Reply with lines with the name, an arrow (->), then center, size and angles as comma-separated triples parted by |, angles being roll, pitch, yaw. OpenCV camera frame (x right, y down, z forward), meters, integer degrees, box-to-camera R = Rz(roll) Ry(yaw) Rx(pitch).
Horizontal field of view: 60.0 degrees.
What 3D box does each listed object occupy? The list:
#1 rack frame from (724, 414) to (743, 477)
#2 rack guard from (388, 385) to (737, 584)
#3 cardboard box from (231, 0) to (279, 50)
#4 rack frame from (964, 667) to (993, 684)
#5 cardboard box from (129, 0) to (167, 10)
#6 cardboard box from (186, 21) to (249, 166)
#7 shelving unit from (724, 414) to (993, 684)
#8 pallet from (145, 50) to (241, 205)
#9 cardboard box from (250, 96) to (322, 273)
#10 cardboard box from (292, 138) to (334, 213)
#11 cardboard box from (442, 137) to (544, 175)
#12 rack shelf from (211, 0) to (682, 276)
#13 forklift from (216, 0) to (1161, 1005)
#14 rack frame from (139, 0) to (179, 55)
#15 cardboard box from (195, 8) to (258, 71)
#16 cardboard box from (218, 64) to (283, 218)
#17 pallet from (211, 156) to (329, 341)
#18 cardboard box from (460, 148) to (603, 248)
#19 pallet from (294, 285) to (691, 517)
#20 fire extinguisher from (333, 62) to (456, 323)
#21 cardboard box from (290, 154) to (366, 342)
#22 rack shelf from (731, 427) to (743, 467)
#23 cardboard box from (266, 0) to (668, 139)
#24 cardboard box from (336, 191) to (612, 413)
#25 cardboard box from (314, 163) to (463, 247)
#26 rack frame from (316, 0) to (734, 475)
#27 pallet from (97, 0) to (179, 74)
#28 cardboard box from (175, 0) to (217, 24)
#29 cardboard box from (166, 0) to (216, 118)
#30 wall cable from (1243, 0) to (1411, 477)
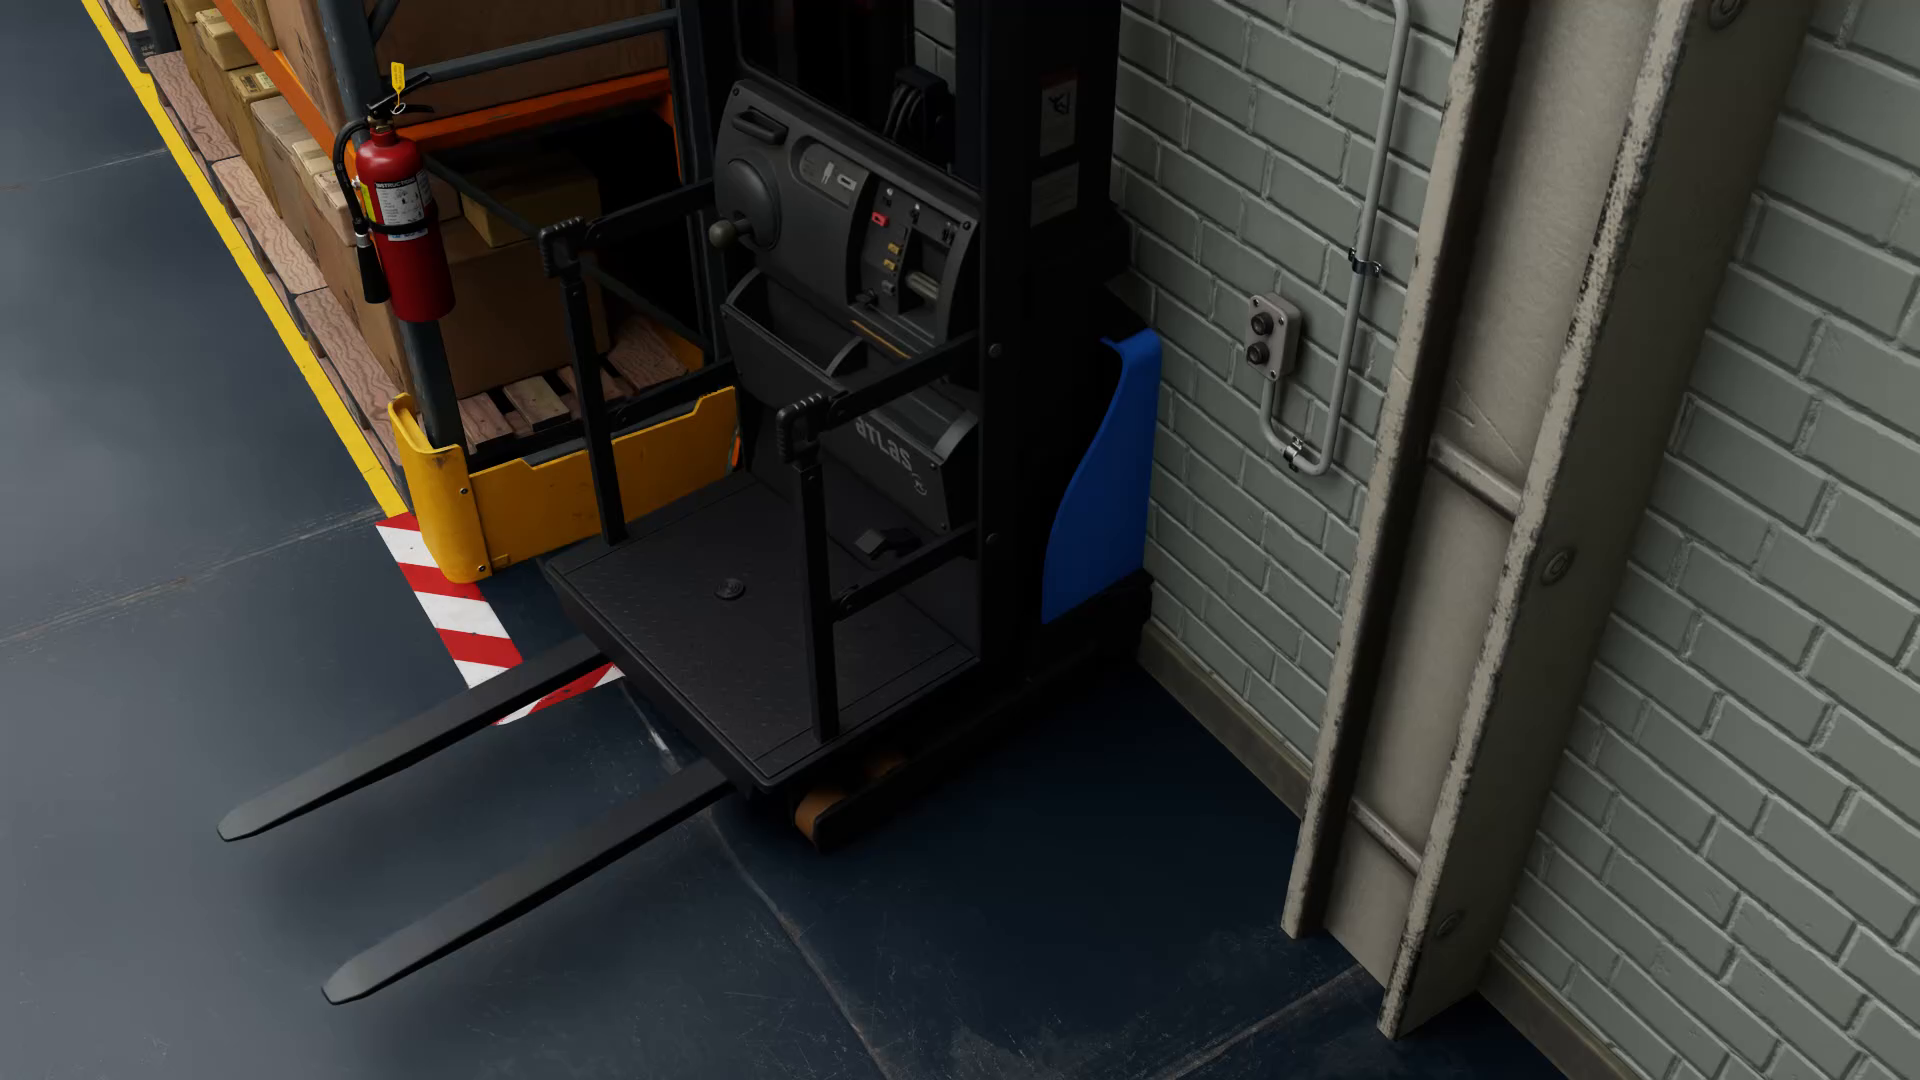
rack frame -> -0.442, -0.617, 5.026 | 0.032, 1.125, 0.500 | 32, 31, 29
rack guard -> -1.144, -0.335, 5.262 | 1.175, 0.500, 0.348 | -22, 45, -24
cardboard box -> -1.840, -2.084, 5.174 | 0.980, 0.700, 0.700 | -23, 45, -25
rack frame -> 0.311, -0.144, 4.533 | 0.032, 1.125, 0.500 | 32, 31, 29
cardboard box -> -3.766, -3.109, 7.989 | 0.750, 0.750, 0.750 | -22, 44, -24
cardboard box -> -2.724, -1.957, 6.880 | 0.700, 0.500, 0.500 | -23, 45, -25
shelving unit -> -0.066, -0.380, 4.779 | 1.048, 1.125, 0.538 | 32, 31, 29
pallet -> -2.964, -1.959, 7.436 | 1.003, 0.211, 1.213 | -22, 45, -24
cardboard box -> -2.157, -1.394, 6.204 | 0.700, 0.500, 0.500 | -24, 45, -26
cardboard box -> -1.978, -1.246, 5.520 | 0.380, 0.149, 0.250 | -21, 44, -23
cardboard box -> -1.654, -1.377, 5.677 | 0.380, 0.149, 0.250 | -22, 45, -24
rack shelf -> -2.232, -2.111, 6.003 | 1.077, 0.370, 4.000 | -22, 45, -24
forklift -> -0.449, -0.718, 3.822 | 3.031, 2.935, 1.130 | -29, 48, -30
rack frame -> -3.307, -3.467, 7.068 | 1.000, 3.000, 0.127 | -22, 45, -24
cardboard box -> -2.680, -1.949, 6.364 | 0.380, 0.149, 0.250 | -23, 45, -26
cardboard box -> -2.450, -1.679, 6.547 | 0.700, 0.500, 0.500 | -21, 44, -23
pallet -> -2.304, -1.300, 6.645 | 1.003, 0.211, 1.213 | -22, 45, -24
cardboard box -> -1.381, -1.103, 5.349 | 0.380, 0.149, 0.250 | -22, 45, -24
pallet -> -1.652, -0.642, 5.855 | 1.003, 0.211, 1.213 | -22, 45, -24
fire extinguisher -> -1.464, -0.895, 4.333 | 0.296, 0.674, 0.183 | -22, 45, -24
cardboard box -> -1.886, -1.123, 5.879 | 0.700, 0.500, 0.500 | -22, 45, -25
rack shelf -> -0.125, -0.171, 4.890 | 1.000, 0.278, 0.538 | 32, 31, 29
cardboard box -> -1.439, -1.695, 4.707 | 0.980, 0.700, 0.700 | -20, 44, -23
cardboard box -> -1.617, -0.853, 5.555 | 0.700, 0.500, 0.500 | -22, 45, -24
cardboard box -> -1.840, -1.109, 5.355 | 0.380, 0.149, 0.250 | -23, 45, -25
rack frame -> -1.156, -1.308, 4.477 | 1.000, 3.000, 0.127 | -22, 45, -24
pallet -> -3.786, -2.787, 8.429 | 1.003, 0.211, 1.213 | -22, 45, -24
cardboard box -> -2.961, -2.231, 6.702 | 0.380, 0.149, 0.250 | -21, 44, -23
cardboard box -> -2.992, -2.229, 7.207 | 0.700, 0.500, 0.500 | -22, 44, -24
wall cable -> 0.330, -1.333, 3.713 | 0.084, 1.984, 1.851 | -22, 45, -24
